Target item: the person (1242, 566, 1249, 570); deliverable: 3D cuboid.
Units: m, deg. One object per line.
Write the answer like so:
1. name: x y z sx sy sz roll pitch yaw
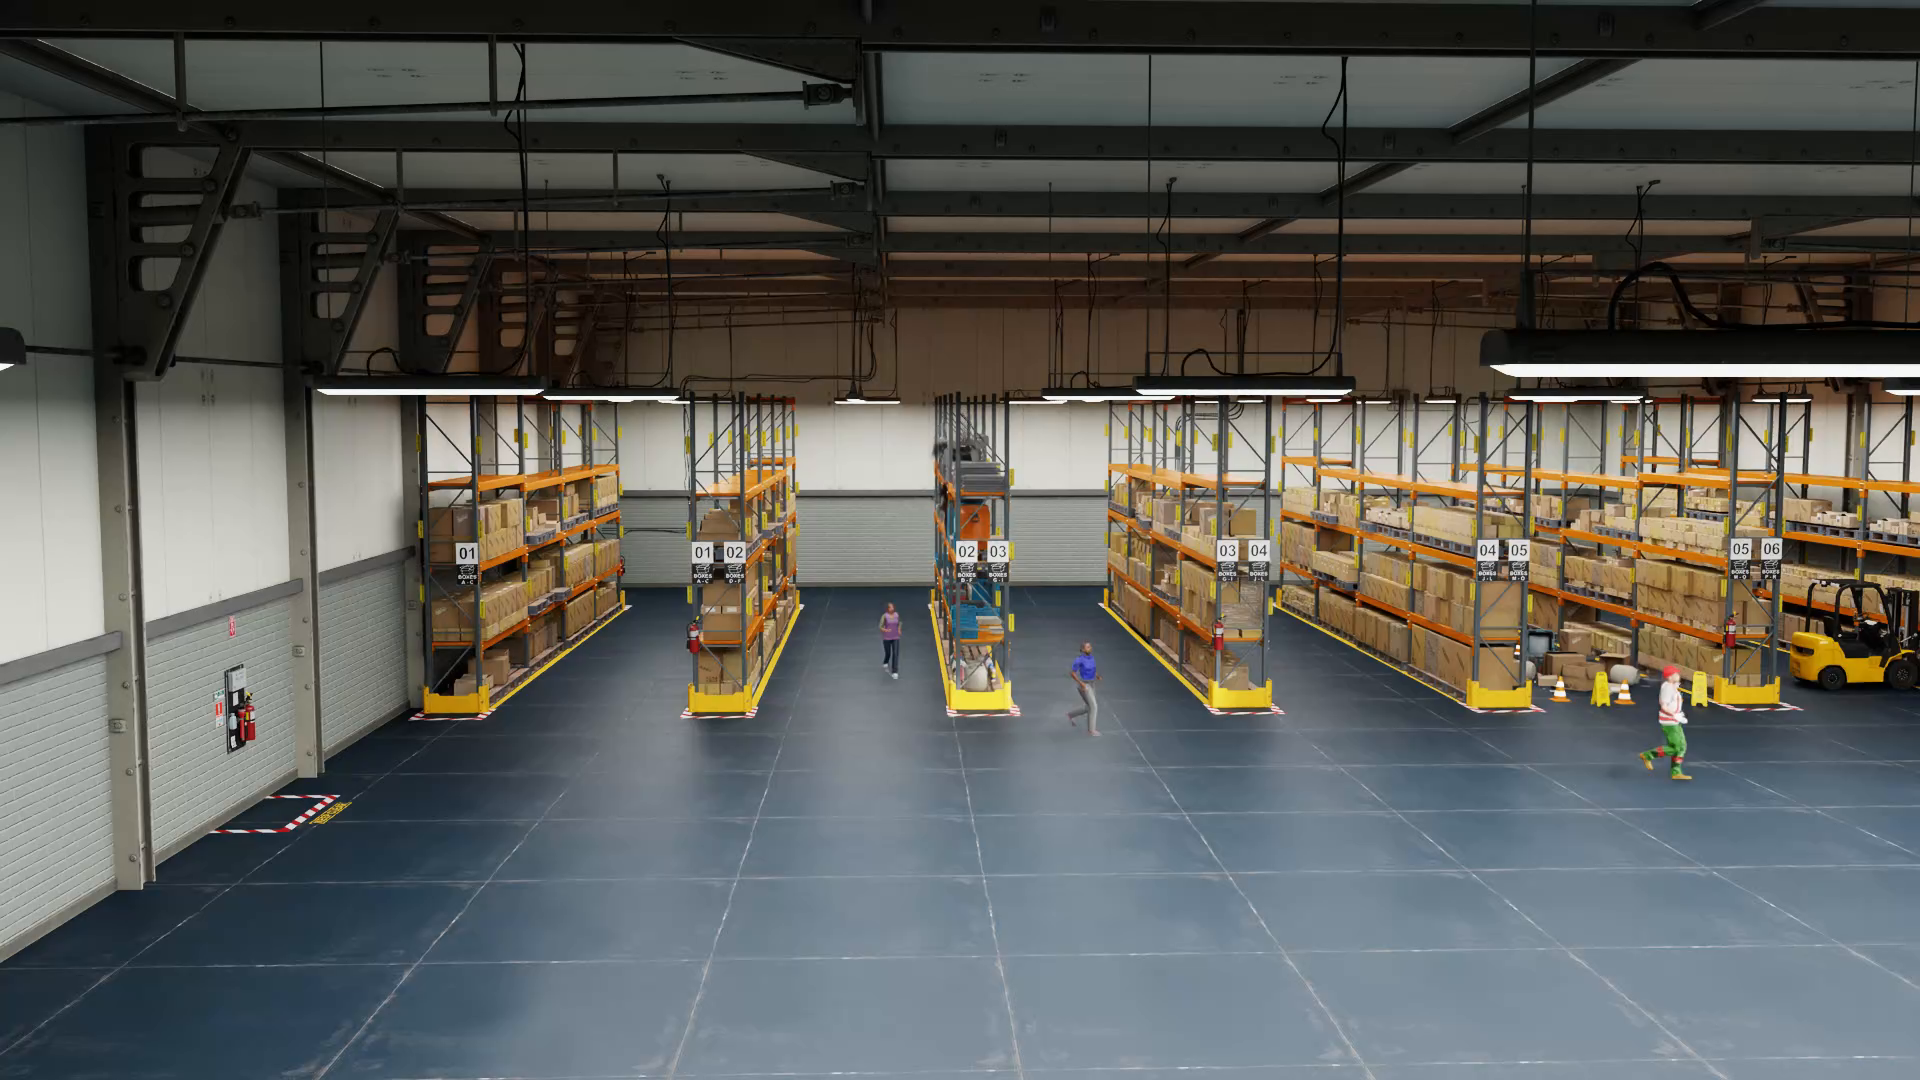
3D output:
1. person: 8.270 1.054 48.086 0.554 1.627 0.593 -4 6 -44

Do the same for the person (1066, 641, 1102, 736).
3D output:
1. person: 2.180 2.587 29.132 0.706 1.649 0.576 3 6 36

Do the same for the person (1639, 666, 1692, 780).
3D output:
1. person: 10.865 2.801 25.544 0.761 1.755 0.649 2 5 25

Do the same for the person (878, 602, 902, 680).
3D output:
1. person: -1.460 2.105 35.127 0.540 1.593 0.872 -1 5 -16
